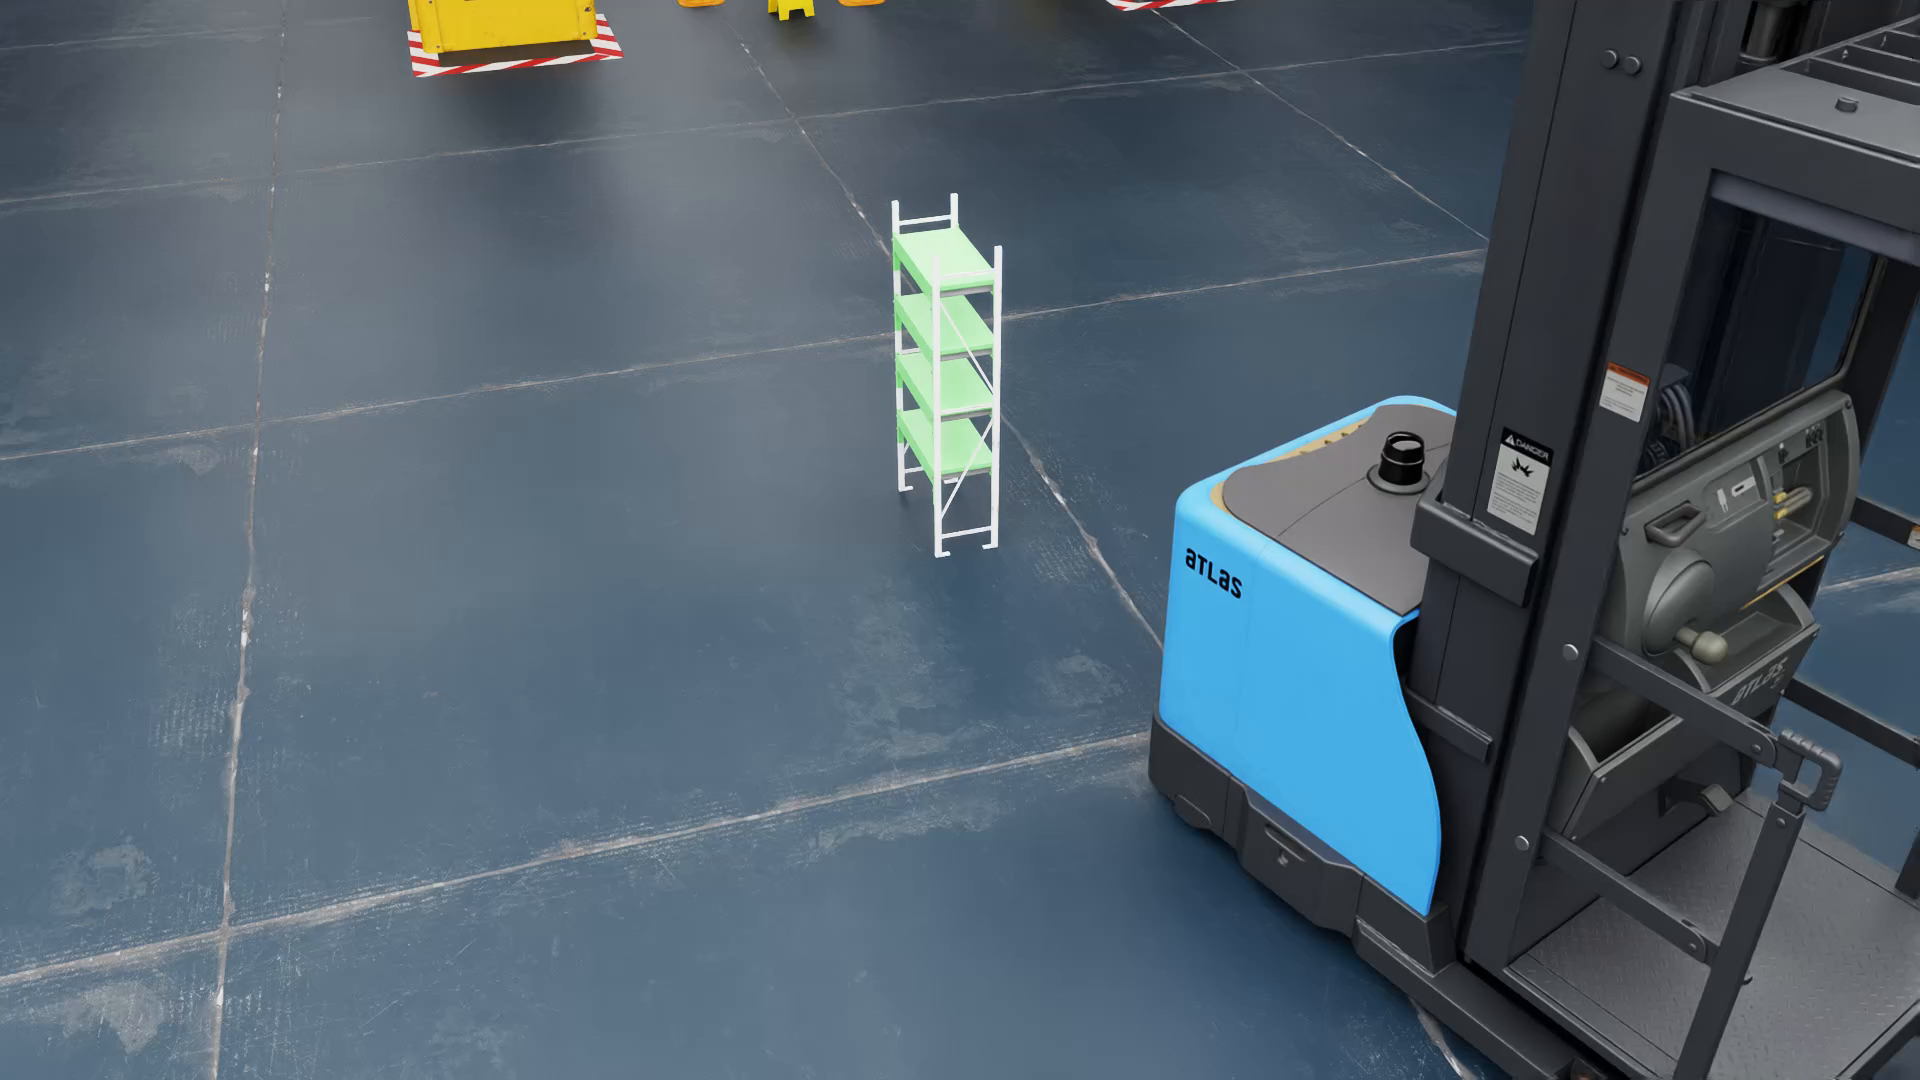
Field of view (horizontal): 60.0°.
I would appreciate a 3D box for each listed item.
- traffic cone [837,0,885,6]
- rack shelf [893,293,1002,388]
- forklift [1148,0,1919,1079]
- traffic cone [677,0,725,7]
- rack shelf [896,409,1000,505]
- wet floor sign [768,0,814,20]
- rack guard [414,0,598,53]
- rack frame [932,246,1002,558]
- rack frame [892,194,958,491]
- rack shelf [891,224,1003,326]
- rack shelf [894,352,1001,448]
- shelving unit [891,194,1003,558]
[{"bbox_3d":[-0.742,-4.196,12.181,0.336,0.463,0.334,-10,35,-15],"label":"traffic cone"},{"bbox_3d":[-0.050,-0.734,5.954,0.258,0.148,0.480,-10,35,-15],"label":"rack shelf"},{"bbox_3d":[1.865,0.024,3.556,1.130,2.935,3.031,-23,40,-30],"label":"forklift"},{"bbox_3d":[-1.922,-4.185,12.163,0.336,0.463,0.334,-10,35,-15],"label":"traffic cone"},{"bbox_3d":[-0.050,-0.334,6.218,0.258,0.148,0.480,-10,35,-15],"label":"rack shelf"},{"bbox_3d":[-1.218,-4.061,11.811,0.267,0.644,0.232,-16,37,-23],"label":"wet floor sign"},{"bbox_3d":[-3.105,-3.670,11.351,1.175,0.500,0.348,-10,35,-15],"label":"rack guard"},{"bbox_3d":[0.024,-0.459,5.857,0.240,1.200,0.015,-10,35,-15],"label":"rack frame"},{"bbox_3d":[-0.125,-0.716,6.245,0.240,1.200,0.015,-10,35,-15],"label":"rack frame"},{"bbox_3d":[-0.050,-0.935,5.821,0.258,0.148,0.480,-10,35,-15],"label":"rack shelf"},{"bbox_3d":[-0.050,-0.534,6.086,0.258,0.148,0.480,-10,35,-15],"label":"rack shelf"},{"bbox_3d":[-0.050,-0.587,6.051,0.258,1.200,0.503,-10,35,-15],"label":"shelving unit"}]
